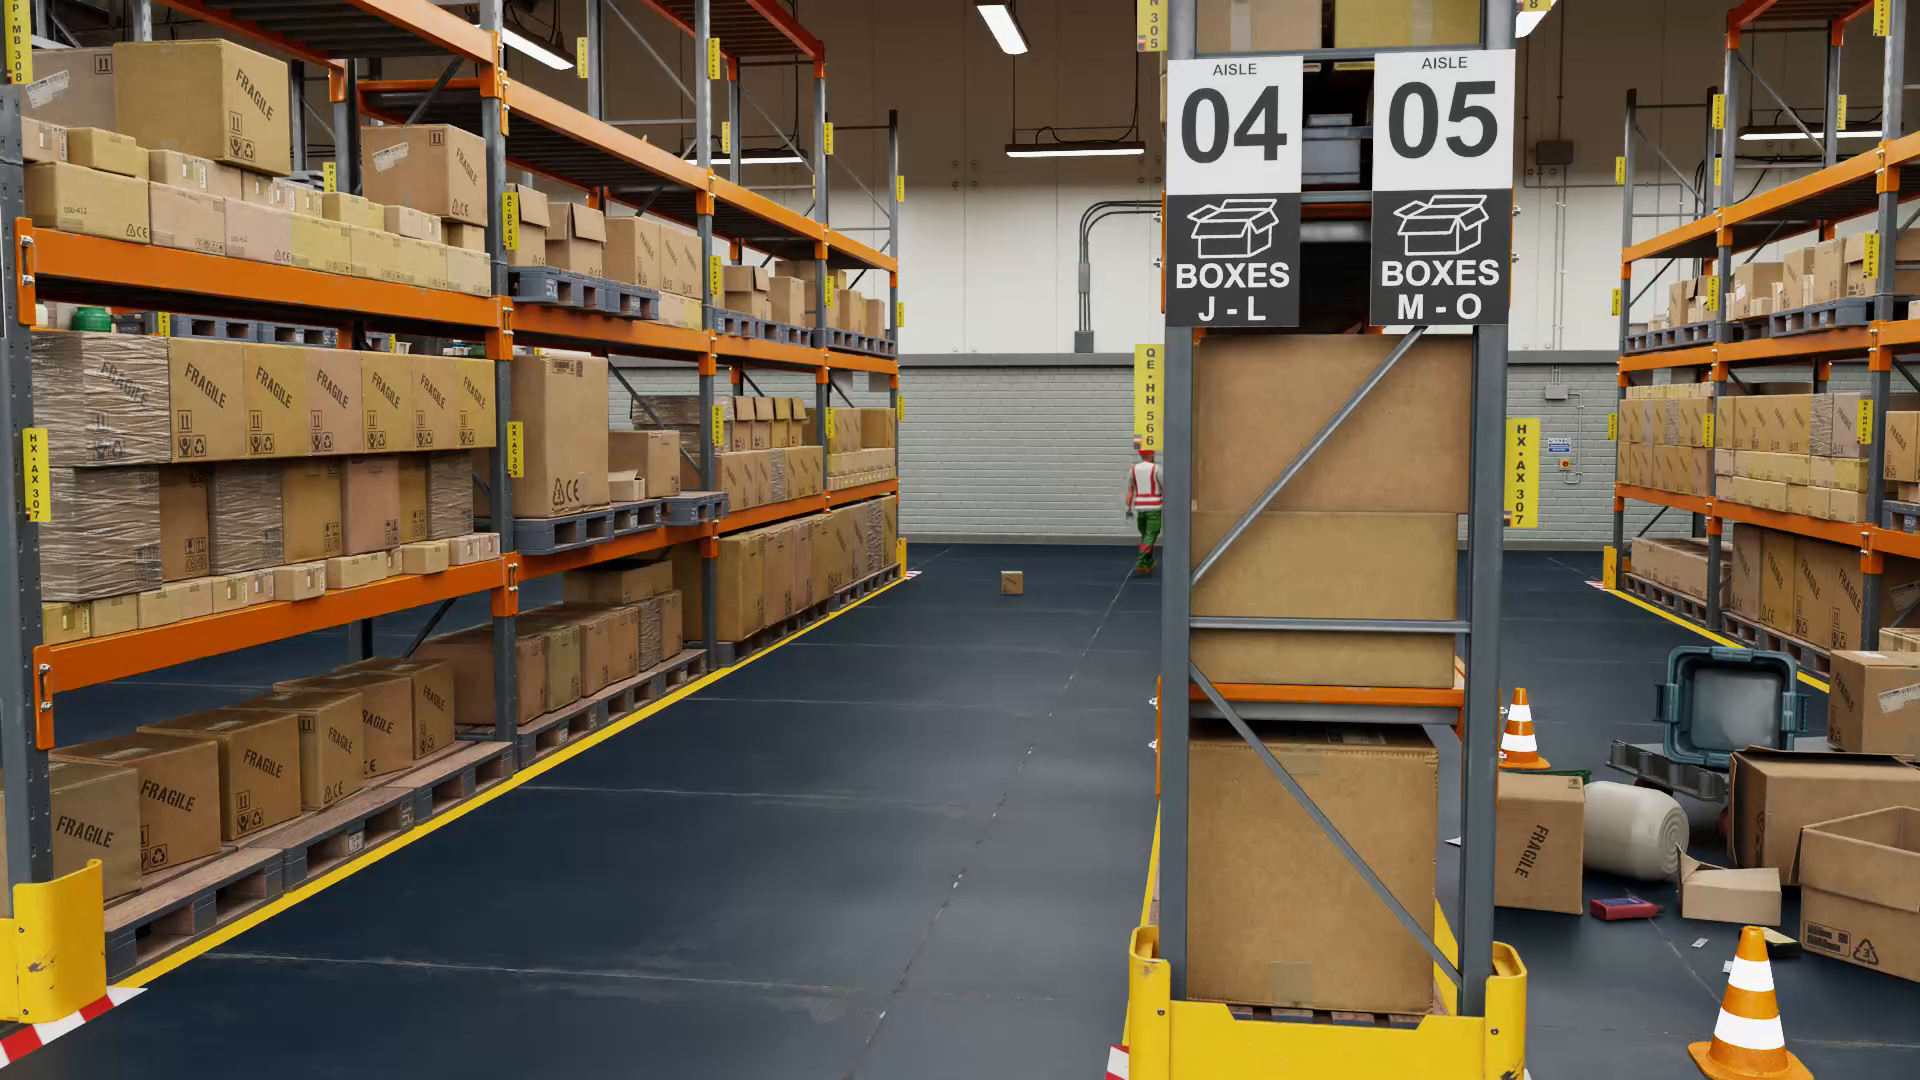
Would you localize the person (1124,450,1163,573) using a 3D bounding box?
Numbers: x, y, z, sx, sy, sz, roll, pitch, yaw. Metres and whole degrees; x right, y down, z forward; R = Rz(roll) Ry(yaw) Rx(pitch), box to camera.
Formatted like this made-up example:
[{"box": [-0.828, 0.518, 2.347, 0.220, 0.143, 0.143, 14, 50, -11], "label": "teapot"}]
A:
[{"box": [2.534, -0.427, 22.030, 0.580, 1.729, 1.061, 3, 5, 36], "label": "person"}]
